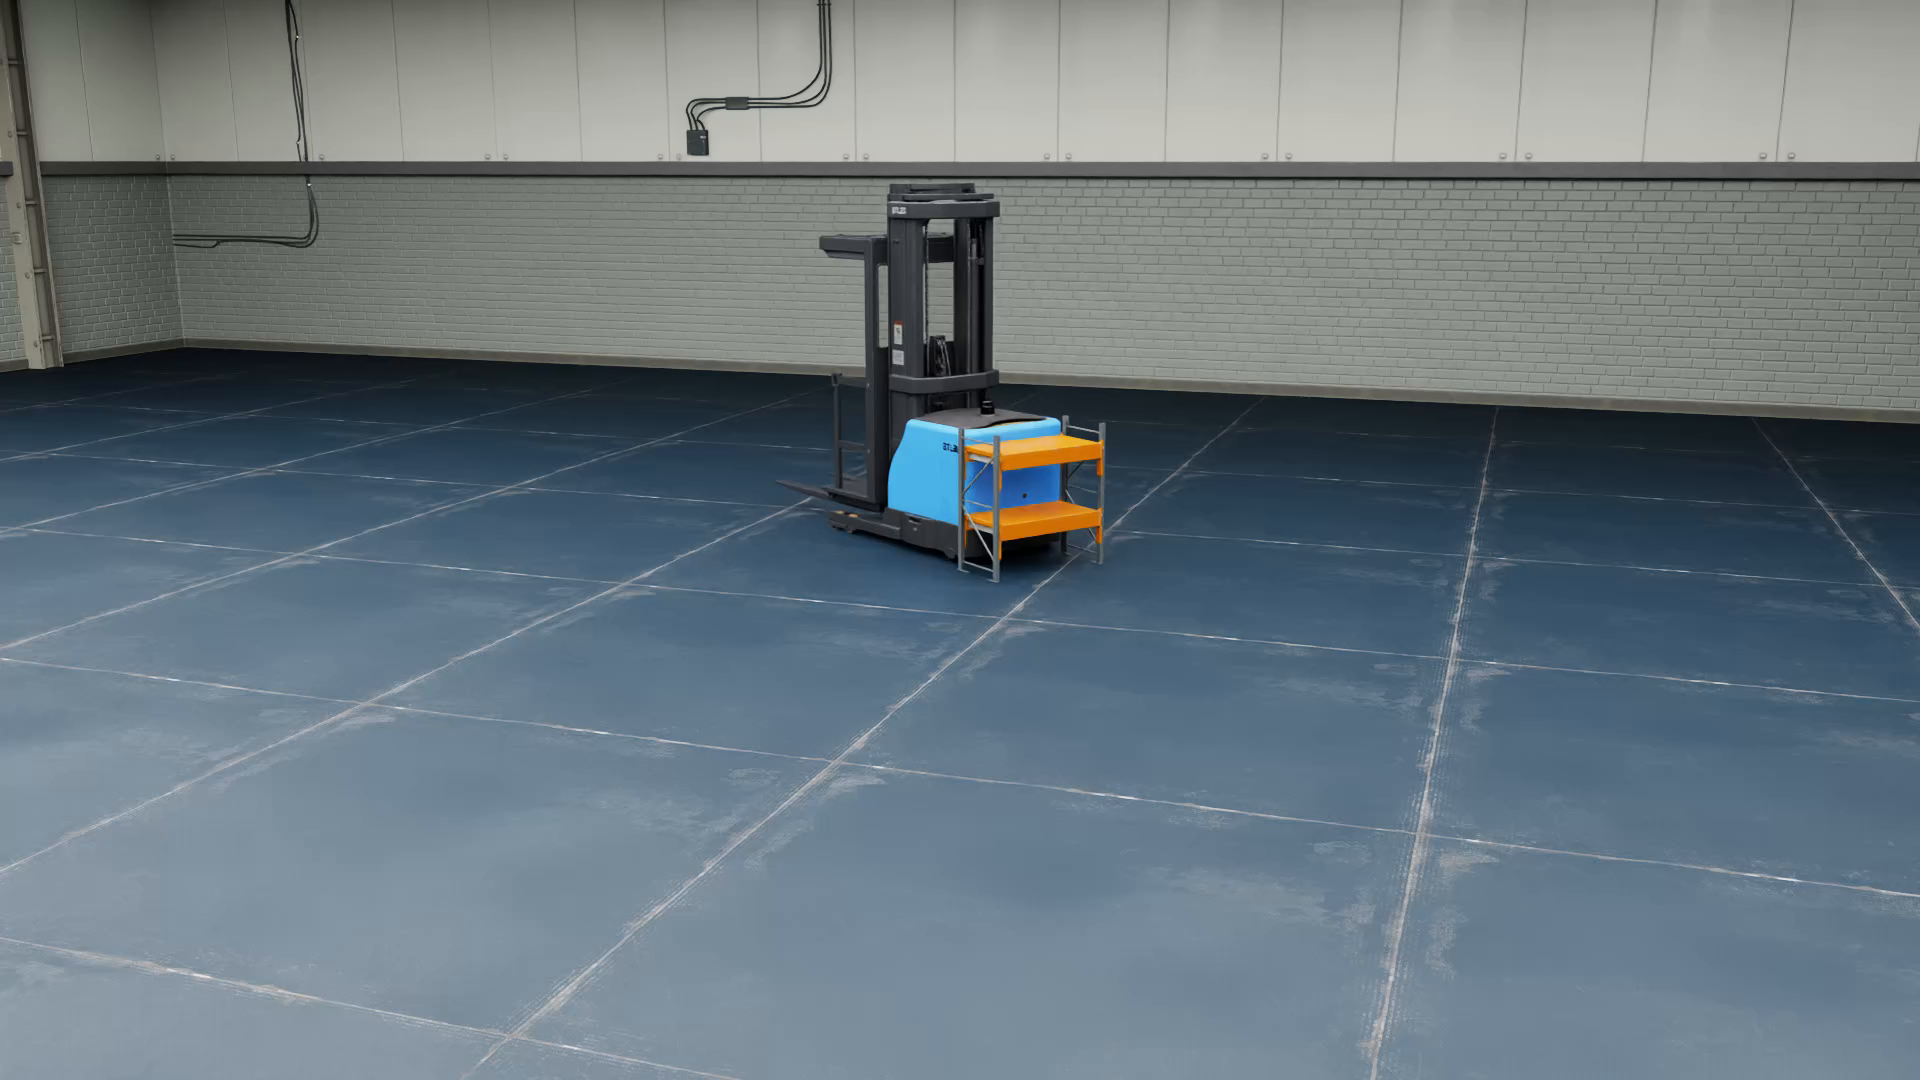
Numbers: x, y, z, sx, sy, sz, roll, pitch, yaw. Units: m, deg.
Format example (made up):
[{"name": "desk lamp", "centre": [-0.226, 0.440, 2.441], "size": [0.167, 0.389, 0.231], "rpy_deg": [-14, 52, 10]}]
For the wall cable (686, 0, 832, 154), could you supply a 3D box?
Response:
[{"name": "wall cable", "centre": [-2.932, -8.551, 23.589], "size": [2.305, 6.003, 0.169], "rpy_deg": [4, 14, 18]}]

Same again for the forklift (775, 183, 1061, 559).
[{"name": "forklift", "centre": [-0.493, -1.547, 14.179], "size": [1.130, 2.935, 3.031], "rpy_deg": [-10, 17, -39]}]

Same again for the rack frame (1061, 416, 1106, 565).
[{"name": "rack frame", "centre": [0.974, -0.399, 13.210], "size": [0.032, 1.125, 0.500], "rpy_deg": [-9, 16, -34]}]

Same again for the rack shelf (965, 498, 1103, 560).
[{"name": "rack shelf", "centre": [0.559, -0.096, 12.980], "size": [1.000, 0.278, 0.538], "rpy_deg": [-9, 16, -34]}]

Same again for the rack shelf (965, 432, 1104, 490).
[{"name": "rack shelf", "centre": [0.559, -0.620, 12.860], "size": [1.000, 0.278, 0.538], "rpy_deg": [-9, 16, -34]}]

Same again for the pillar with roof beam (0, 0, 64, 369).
[{"name": "pillar with roof beam", "centre": [-10.041, -6.745, 23.318], "size": [9.100, 9.000, 0.400], "rpy_deg": [4, 14, 18]}]

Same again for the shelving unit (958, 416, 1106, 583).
[{"name": "shelving unit", "centre": [0.559, -0.334, 12.925], "size": [1.048, 1.125, 0.538], "rpy_deg": [-9, 16, -34]}]

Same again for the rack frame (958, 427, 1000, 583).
[{"name": "rack frame", "centre": [0.143, -0.269, 12.640], "size": [0.032, 1.125, 0.500], "rpy_deg": [-9, 16, -34]}]

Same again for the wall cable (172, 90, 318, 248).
[{"name": "wall cable", "centre": [-11.910, -6.066, 27.322], "size": [3.097, 2.526, 0.112], "rpy_deg": [4, 14, 18]}]

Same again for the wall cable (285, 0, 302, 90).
[{"name": "wall cable", "centre": [-9.350, -8.334, 25.906], "size": [3.097, 2.526, 0.112], "rpy_deg": [4, 14, 18]}]
